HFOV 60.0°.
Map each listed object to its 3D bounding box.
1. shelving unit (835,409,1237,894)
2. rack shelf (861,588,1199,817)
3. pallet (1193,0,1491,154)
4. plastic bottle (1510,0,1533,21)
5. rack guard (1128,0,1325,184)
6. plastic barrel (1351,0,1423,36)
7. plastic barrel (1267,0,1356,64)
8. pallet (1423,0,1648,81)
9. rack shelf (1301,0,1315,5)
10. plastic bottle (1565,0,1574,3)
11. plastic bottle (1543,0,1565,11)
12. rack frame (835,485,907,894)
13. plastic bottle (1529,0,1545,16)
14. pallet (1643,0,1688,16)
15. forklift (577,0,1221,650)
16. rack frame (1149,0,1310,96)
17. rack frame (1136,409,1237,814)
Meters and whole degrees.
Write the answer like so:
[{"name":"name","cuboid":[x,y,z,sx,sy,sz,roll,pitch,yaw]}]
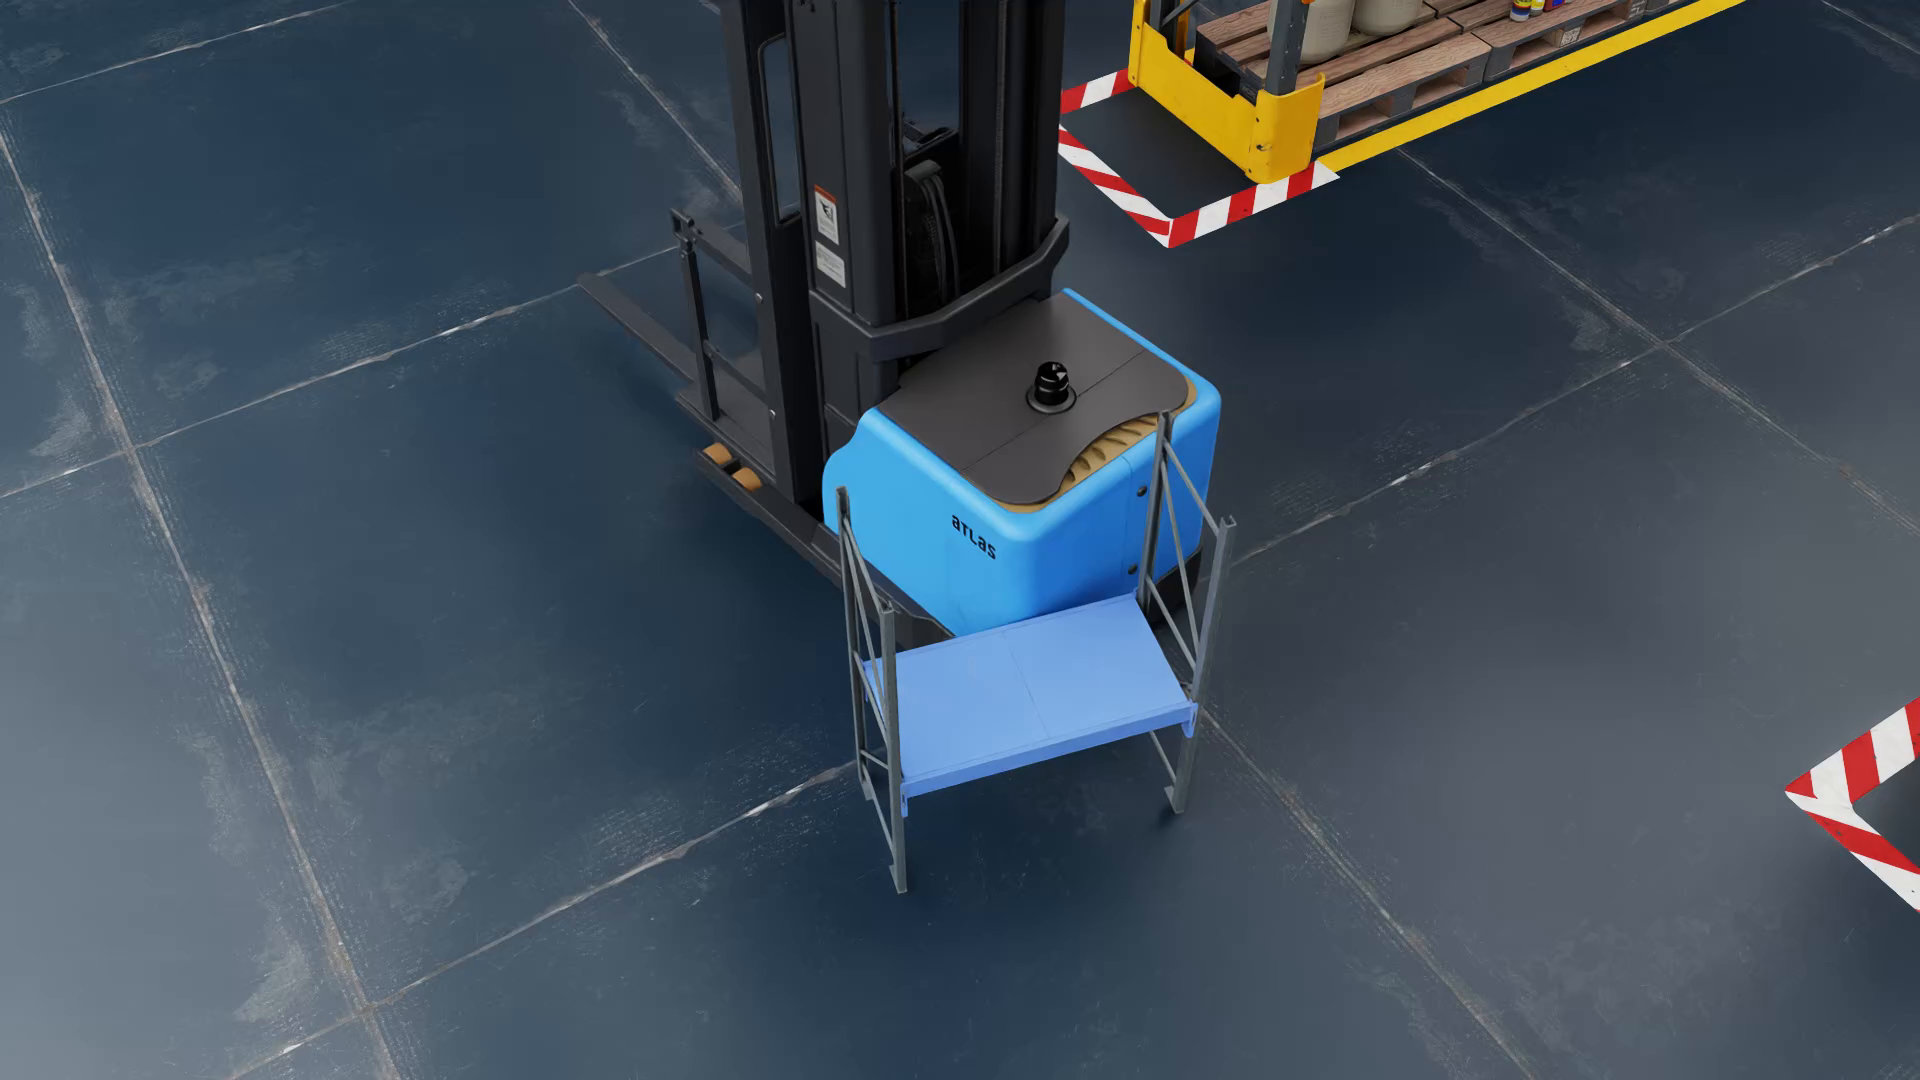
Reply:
[{"name":"shelving unit","cuboid":[0.212,0.401,5.334,1.048,1.500,0.538,-14,50,-12]},{"name":"rack shelf","cuboid":[0.212,0.521,5.468,1.000,0.185,0.538,-14,50,-12]},{"name":"pallet","cuboid":[2.019,-2.578,8.850,1.213,0.211,1.003,-25,53,-21]},{"name":"plastic bottle","cuboid":[2.990,-2.890,8.793,0.097,0.271,0.097,0,48,0]},{"name":"rack guard","cuboid":[1.329,-2.354,8.457,0.348,0.500,1.175,-25,53,-21]},{"name":"plastic barrel","cuboid":[2.230,-2.948,8.697,0.421,0.512,0.421,0,48,0]},{"name":"plastic barrel","cuboid":[1.806,-2.748,8.519,0.421,0.512,0.421,0,48,0]},{"name":"pallet","cuboid":[3.050,-3.061,9.280,1.213,0.211,1.003,-25,53,-21]},{"name":"rack shelf","cuboid":[2.981,-3.683,8.448,4.000,0.370,1.077,-25,53,-21]},{"name":"plastic bottle","cuboid":[3.279,-3.026,8.914,0.097,0.271,0.097,0,48,0]},{"name":"plastic bottle","cuboid":[3.191,-2.973,8.858,0.133,0.283,0.061,-24,53,-20]},{"name":"rack frame","cuboid":[-0.271,0.519,5.229,0.032,1.500,0.500,-14,50,-12]},{"name":"plastic bottle","cuboid":[3.077,-2.908,8.856,0.097,0.201,0.097,0,48,0]},{"name":"pallet","cuboid":[4.083,-3.550,9.716,1.213,0.211,1.003,-25,53,-21]},{"name":"forklift","cuboid":[-0.447,-1.337,5.923,1.130,2.935,3.031,-35,57,-27]},{"name":"rack frame","cuboid":[1.290,-3.125,7.470,0.127,3.000,1.000,-25,53,-21]},{"name":"rack frame","cuboid":[0.696,0.283,5.439,0.032,1.500,0.500,-14,50,-12]}]
